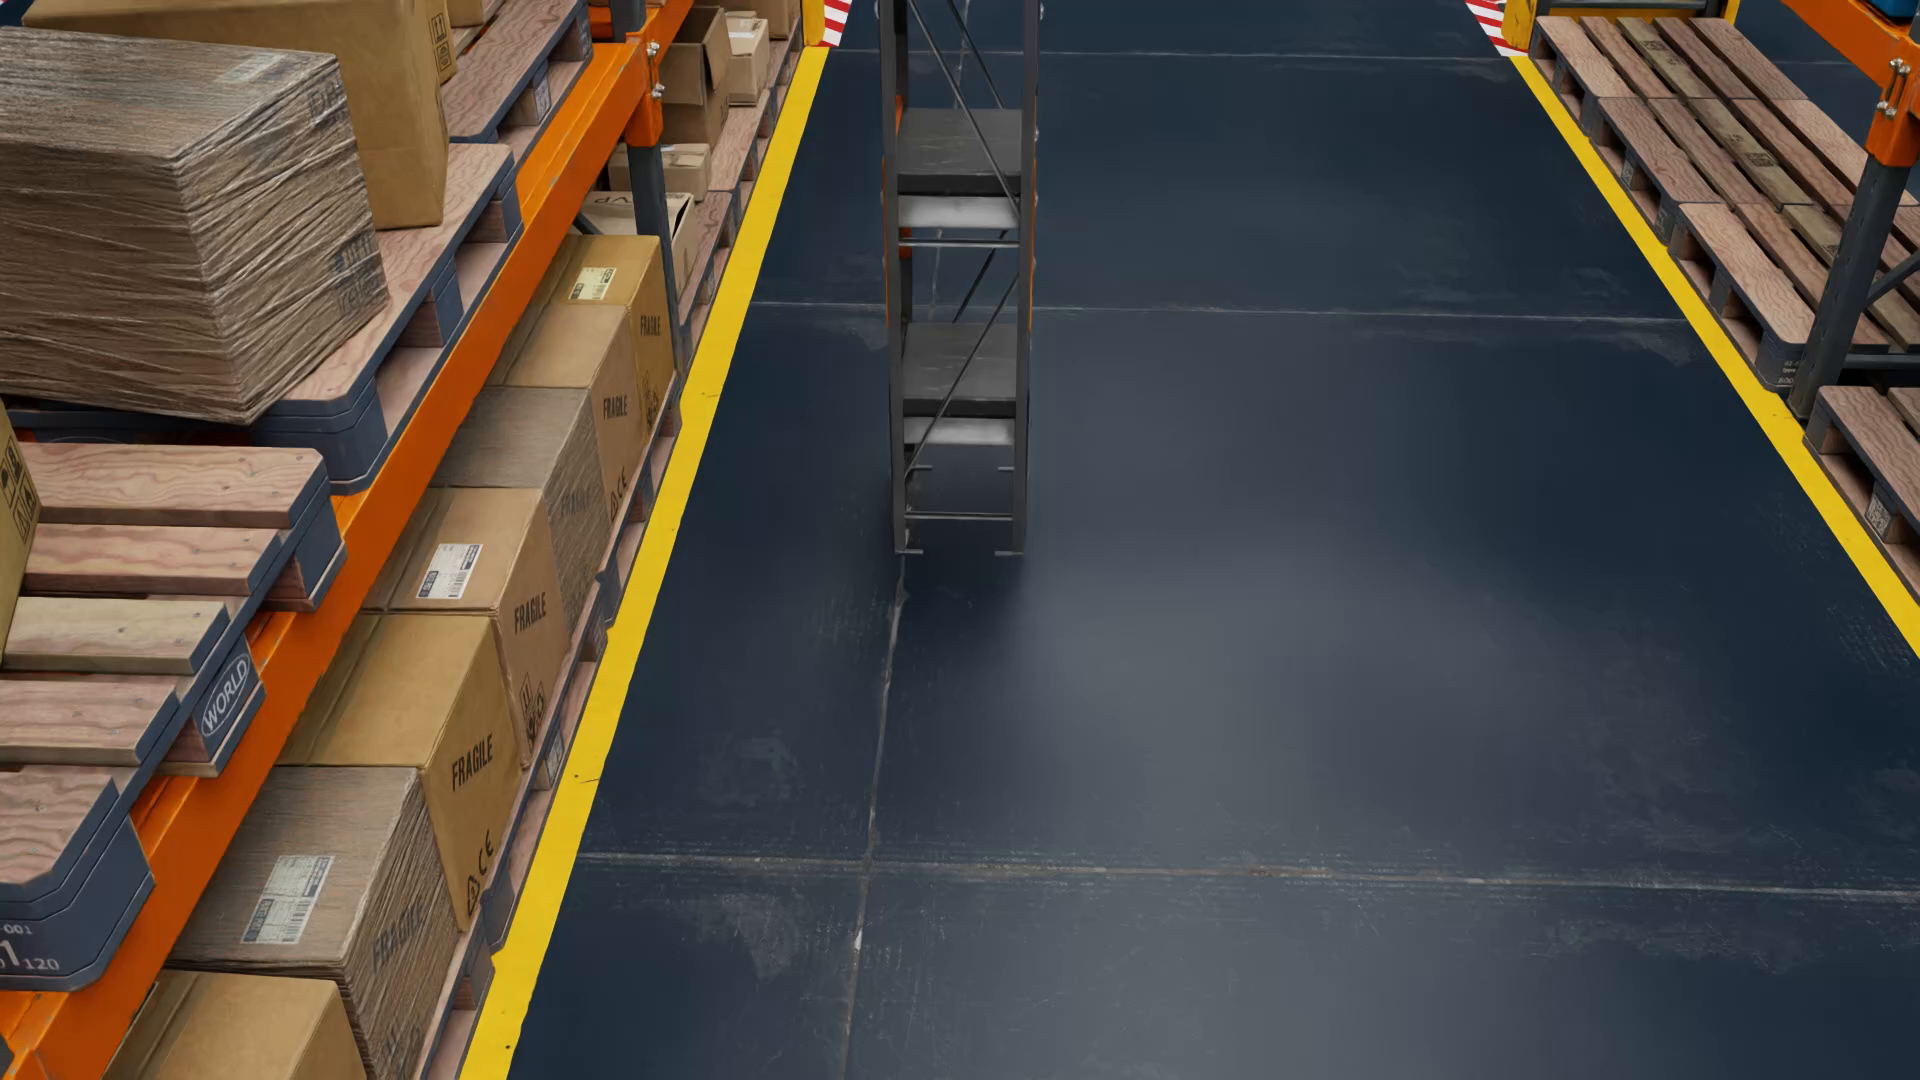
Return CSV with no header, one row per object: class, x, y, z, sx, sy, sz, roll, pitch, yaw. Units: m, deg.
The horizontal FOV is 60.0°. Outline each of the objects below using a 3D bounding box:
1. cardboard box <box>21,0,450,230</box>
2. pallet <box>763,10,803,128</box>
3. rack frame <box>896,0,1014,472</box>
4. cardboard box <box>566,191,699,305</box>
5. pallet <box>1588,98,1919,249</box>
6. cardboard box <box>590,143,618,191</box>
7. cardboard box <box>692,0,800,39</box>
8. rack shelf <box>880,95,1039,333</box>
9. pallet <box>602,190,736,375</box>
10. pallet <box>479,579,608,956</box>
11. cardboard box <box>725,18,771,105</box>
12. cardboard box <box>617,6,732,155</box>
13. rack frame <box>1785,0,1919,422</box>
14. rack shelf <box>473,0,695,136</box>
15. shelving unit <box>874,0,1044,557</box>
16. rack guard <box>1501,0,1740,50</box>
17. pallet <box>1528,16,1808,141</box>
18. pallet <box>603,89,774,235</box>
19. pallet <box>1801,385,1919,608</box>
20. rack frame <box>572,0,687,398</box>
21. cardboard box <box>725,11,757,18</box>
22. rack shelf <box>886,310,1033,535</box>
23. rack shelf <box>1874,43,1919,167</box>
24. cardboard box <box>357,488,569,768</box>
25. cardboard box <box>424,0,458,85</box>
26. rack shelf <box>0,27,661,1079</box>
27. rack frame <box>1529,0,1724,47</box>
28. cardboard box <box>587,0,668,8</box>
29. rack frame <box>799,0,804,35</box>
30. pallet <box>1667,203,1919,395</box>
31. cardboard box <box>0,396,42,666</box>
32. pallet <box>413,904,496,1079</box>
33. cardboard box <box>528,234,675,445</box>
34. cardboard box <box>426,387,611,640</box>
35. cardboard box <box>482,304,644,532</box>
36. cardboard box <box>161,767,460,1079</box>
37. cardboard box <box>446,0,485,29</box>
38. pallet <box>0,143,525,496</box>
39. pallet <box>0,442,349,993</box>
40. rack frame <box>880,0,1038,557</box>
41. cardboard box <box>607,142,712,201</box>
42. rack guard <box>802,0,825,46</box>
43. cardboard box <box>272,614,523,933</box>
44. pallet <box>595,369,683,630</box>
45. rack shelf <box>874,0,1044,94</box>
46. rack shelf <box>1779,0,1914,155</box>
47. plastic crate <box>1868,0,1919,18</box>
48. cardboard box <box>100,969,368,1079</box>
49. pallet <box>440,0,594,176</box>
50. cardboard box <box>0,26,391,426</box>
cardboard box,-1.511,-0.980,3.584,0.700,0.500,0.500,-7,36,-10
pallet,-1.375,-2.439,8.538,1.003,0.211,1.213,1,35,2
rack frame,0.016,-1.094,4.981,0.400,2.100,0.015,1,35,2
cardboard box,-1.269,-1.100,6.162,0.500,0.311,0.500,1,35,2
pallet,3.485,-1.653,7.418,1.003,0.211,1.213,1,35,2
cardboard box,-1.732,-1.629,6.915,0.500,0.311,0.500,1,35,2
cardboard box,-1.117,-2.921,8.589,0.500,0.500,0.500,1,35,2
rack shelf,0.007,-0.943,4.789,0.431,0.518,0.480,1,35,2
pallet,-1.473,-1.038,6.543,1.003,0.211,1.213,1,35,2
pallet,-1.543,0.528,4.315,1.003,0.211,1.213,1,35,2
cardboard box,-1.185,-2.274,7.886,0.500,0.250,0.500,1,35,2
cardboard box,-1.431,-2.022,7.307,0.797,0.503,0.637,1,35,2
rack frame,3.448,-1.667,5.014,1.000,3.000,0.127,1,35,2
rack shelf,-1.421,-2.639,7.022,1.077,0.370,4.000,1,35,2
shelving unit,0.007,-0.954,4.782,0.431,2.100,0.503,1,35,2
rack guard,3.596,-2.957,9.023,1.175,0.500,0.348,1,35,2
pallet,3.536,-2.352,8.413,1.003,0.211,1.213,1,35,2
pallet,-1.427,-1.740,7.543,1.003,0.211,1.213,1,35,2
pallet,3.375,-0.084,5.186,1.003,0.211,1.213,1,35,2
rack frame,-1.502,-1.784,5.180,1.000,3.000,0.127,1,35,2
cardboard box,-1.223,-2.554,8.357,0.380,0.166,0.250,1,35,2
rack shelf,0.007,-0.370,5.192,0.431,0.518,0.480,1,35,2
rack shelf,3.367,-0.224,3.586,1.077,0.370,4.000,1,35,2
cardboard box,-1.302,0.213,4.130,0.500,0.500,0.500,0,35,0
cardboard box,-1.708,-1.333,4.086,0.700,0.500,0.500,7,36,9
rack shelf,-1.582,-0.341,3.752,1.077,0.370,4.000,1,35,2
rack frame,3.608,-3.966,8.284,1.000,3.000,0.127,1,35,2
cardboard box,-1.209,-2.111,5.559,0.500,0.500,0.500,2,35,3
rack frame,-1.341,-4.082,8.450,1.000,3.000,0.127,1,35,2
pallet,3.438,-0.950,6.418,1.003,0.211,1.213,1,35,2
cardboard box,-1.750,-0.063,2.279,0.700,0.500,0.500,-10,36,-14
pallet,-1.594,1.227,3.321,1.003,0.211,1.213,1,35,2
cardboard box,-1.235,-0.651,5.359,0.500,0.500,0.500,1,35,2
cardboard box,-1.284,-0.079,4.545,0.500,0.500,0.500,2,35,2
cardboard box,-1.263,-0.367,4.955,0.500,0.500,0.500,1,35,2
cardboard box,-1.343,0.801,3.293,0.500,0.500,0.500,0,35,0
cardboard box,-1.744,-1.730,4.650,0.700,0.500,0.500,-10,36,-14
pallet,-1.589,-0.525,3.555,1.003,0.211,1.213,1,35,2
pallet,-1.705,0.202,2.521,1.213,0.211,1.003,1,35,2
rack frame,-0.003,-0.814,4.582,0.400,2.100,0.015,1,35,2
cardboard box,-1.244,-1.538,6.911,0.380,0.166,0.250,1,35,2
rack guard,-1.344,-3.016,9.106,1.175,0.500,0.348,1,35,2
cardboard box,-1.318,0.513,3.703,0.500,0.500,0.500,1,35,1
pallet,-1.496,-0.175,5.315,1.003,0.211,1.213,1,35,2
rack shelf,0.007,-1.516,4.387,0.431,0.518,0.480,1,35,2
rack shelf,3.528,-2.522,6.856,1.077,0.370,4.000,1,35,2
plastic crate,3.126,-1.962,5.394,0.392,0.384,0.575,1,35,2
cardboard box,-1.358,1.102,2.865,0.500,0.500,0.500,3,35,4
pallet,-1.643,-1.249,4.585,1.003,0.211,1.213,1,35,2
cardboard box,-1.522,-0.584,3.020,0.700,0.500,0.500,8,36,11
